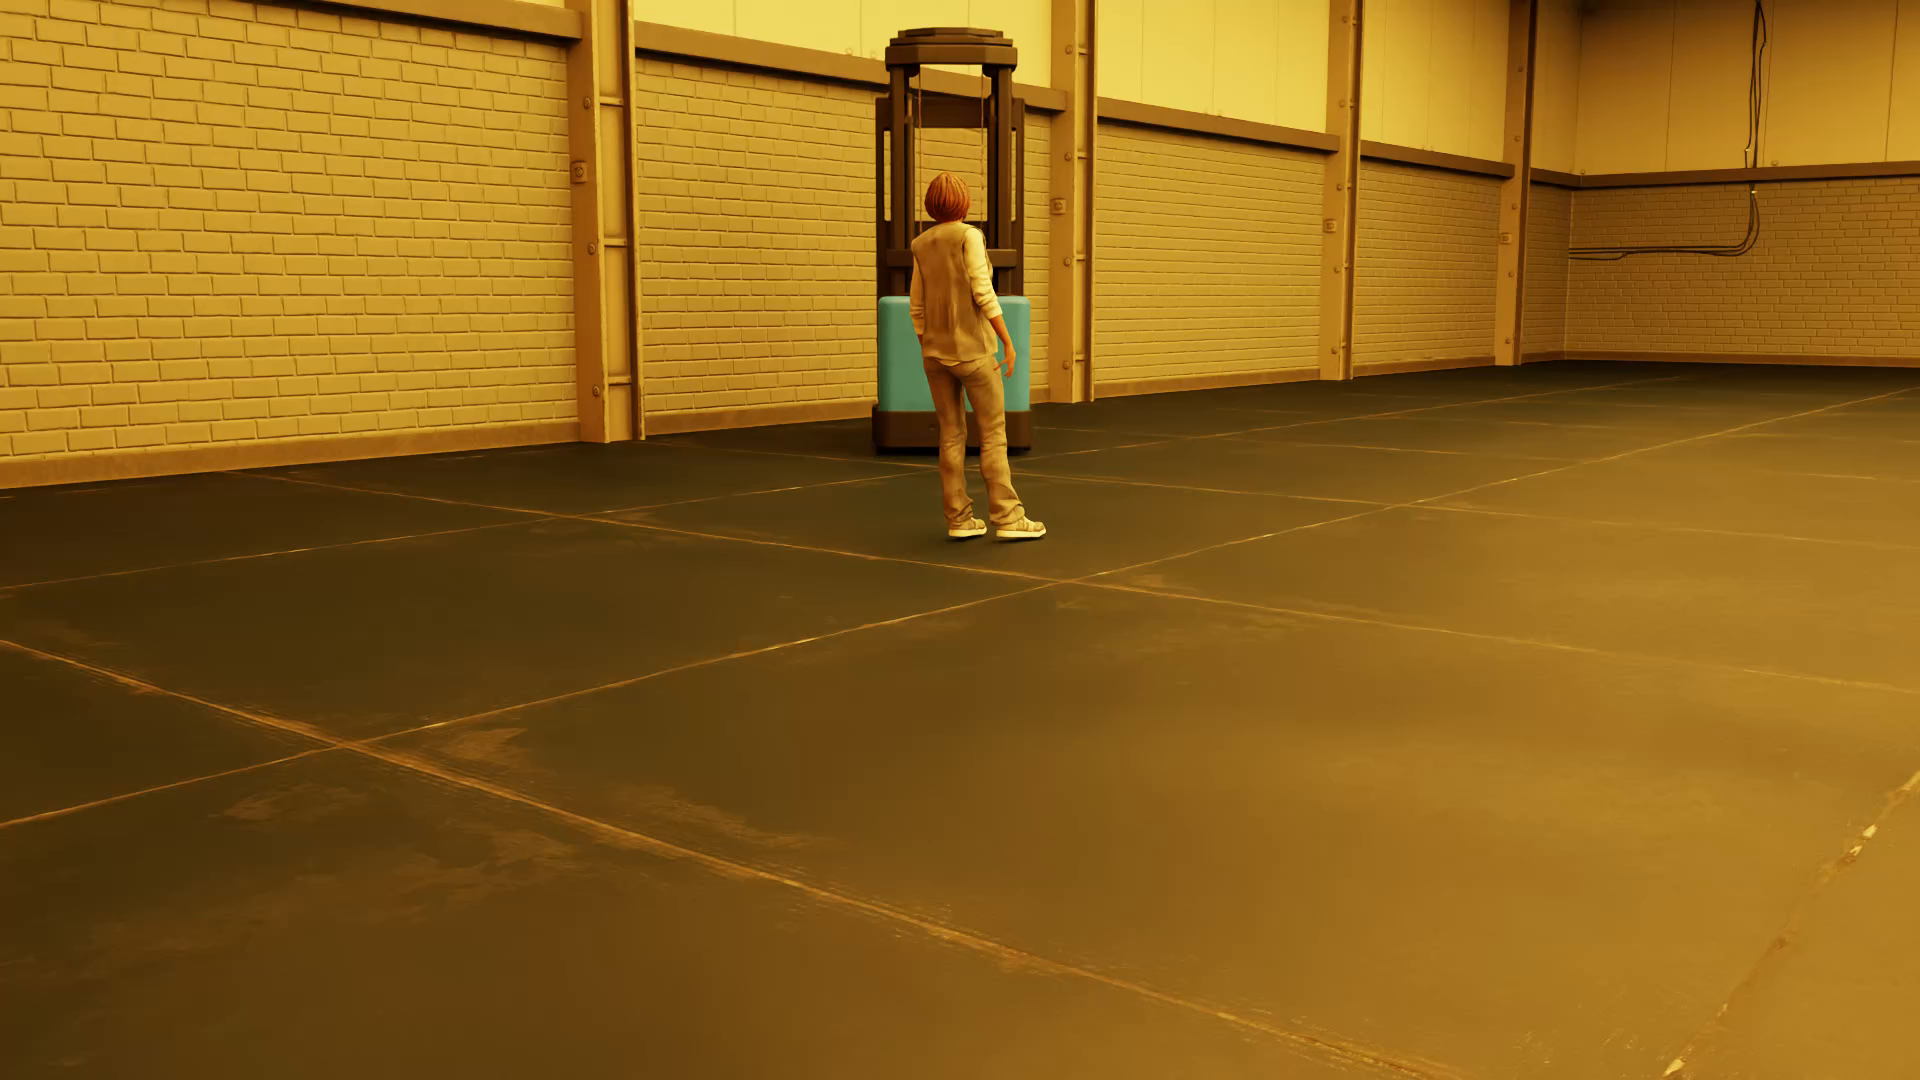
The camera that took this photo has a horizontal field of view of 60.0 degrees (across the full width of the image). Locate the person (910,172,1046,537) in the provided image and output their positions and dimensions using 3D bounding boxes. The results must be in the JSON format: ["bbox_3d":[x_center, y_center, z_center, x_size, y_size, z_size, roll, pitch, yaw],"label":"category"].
[{"bbox_3d":[0.057,-0.805,7.336,0.520,1.597,0.475,7,11,38],"label":"person"}]

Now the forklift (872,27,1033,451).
[{"bbox_3d":[-0.081,-2.221,12.460,1.130,2.935,3.031,0,8,-2],"label":"forklift"}]
